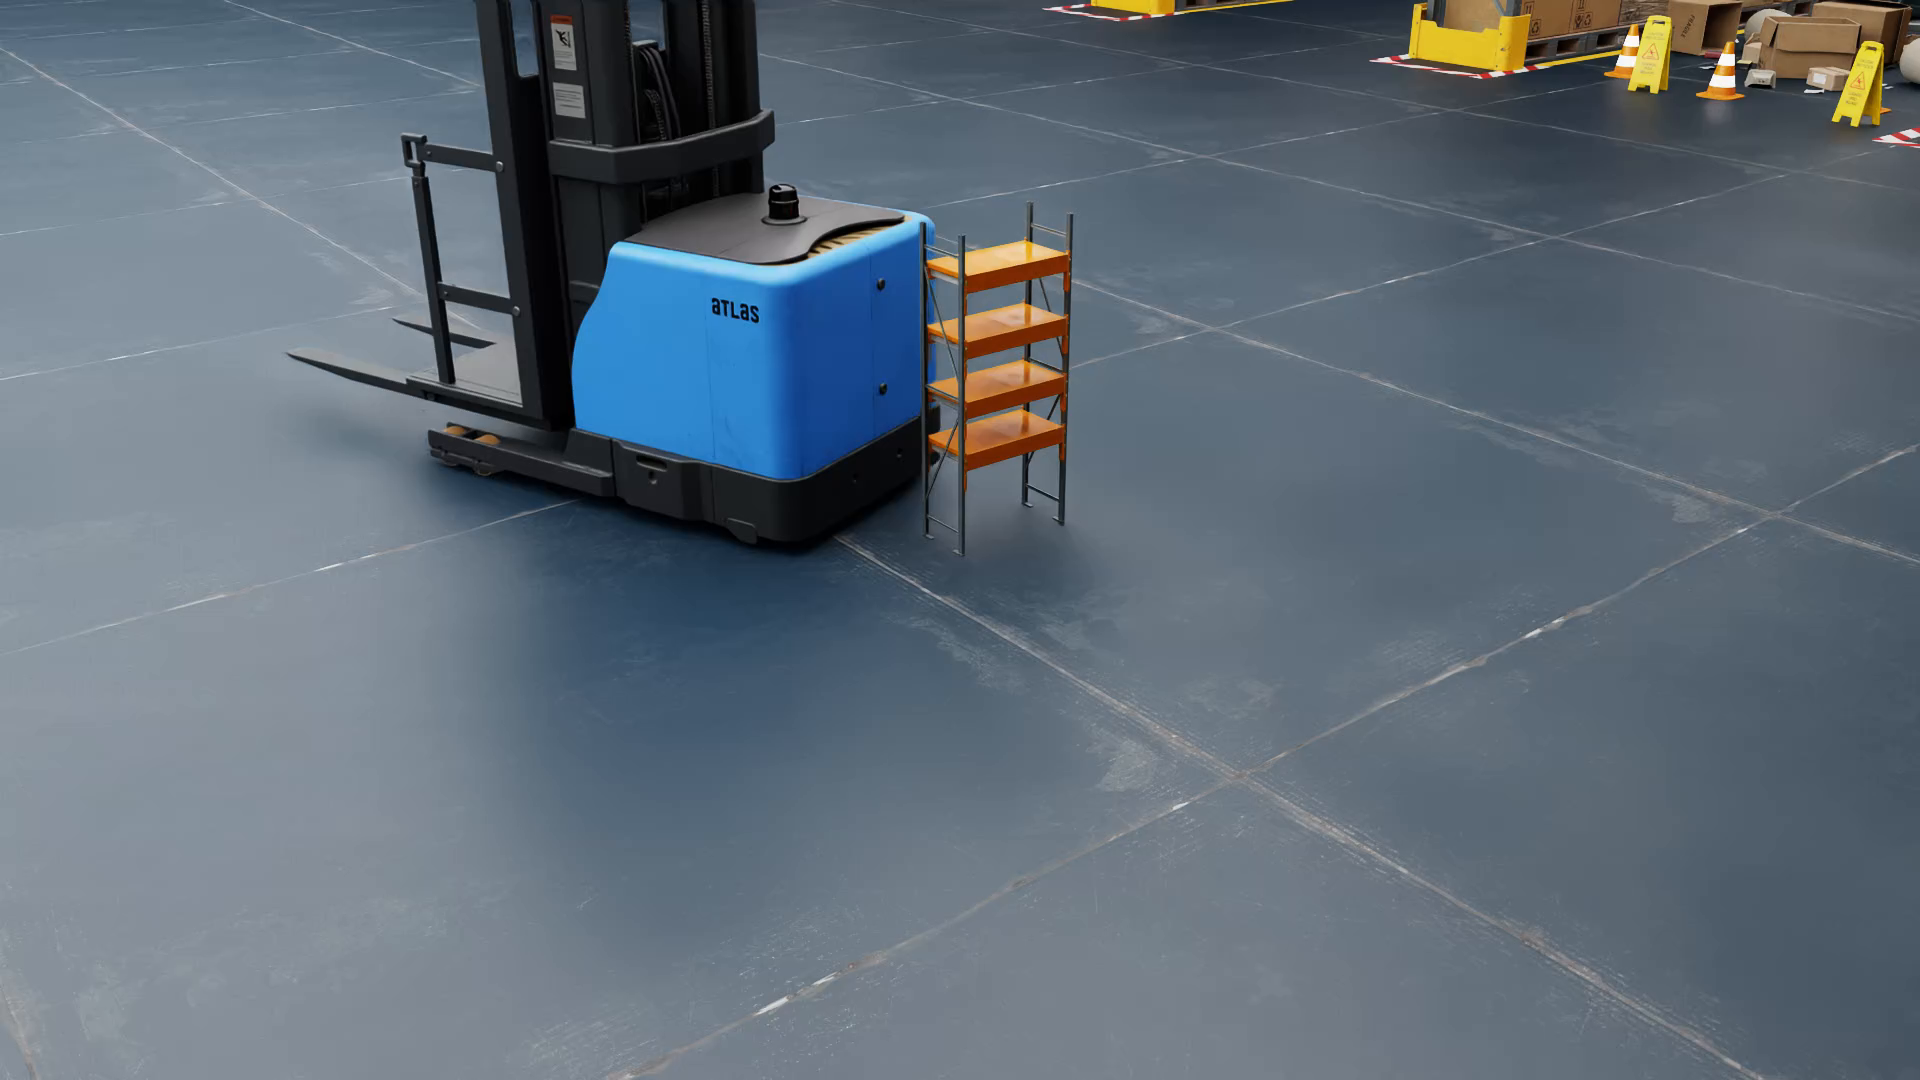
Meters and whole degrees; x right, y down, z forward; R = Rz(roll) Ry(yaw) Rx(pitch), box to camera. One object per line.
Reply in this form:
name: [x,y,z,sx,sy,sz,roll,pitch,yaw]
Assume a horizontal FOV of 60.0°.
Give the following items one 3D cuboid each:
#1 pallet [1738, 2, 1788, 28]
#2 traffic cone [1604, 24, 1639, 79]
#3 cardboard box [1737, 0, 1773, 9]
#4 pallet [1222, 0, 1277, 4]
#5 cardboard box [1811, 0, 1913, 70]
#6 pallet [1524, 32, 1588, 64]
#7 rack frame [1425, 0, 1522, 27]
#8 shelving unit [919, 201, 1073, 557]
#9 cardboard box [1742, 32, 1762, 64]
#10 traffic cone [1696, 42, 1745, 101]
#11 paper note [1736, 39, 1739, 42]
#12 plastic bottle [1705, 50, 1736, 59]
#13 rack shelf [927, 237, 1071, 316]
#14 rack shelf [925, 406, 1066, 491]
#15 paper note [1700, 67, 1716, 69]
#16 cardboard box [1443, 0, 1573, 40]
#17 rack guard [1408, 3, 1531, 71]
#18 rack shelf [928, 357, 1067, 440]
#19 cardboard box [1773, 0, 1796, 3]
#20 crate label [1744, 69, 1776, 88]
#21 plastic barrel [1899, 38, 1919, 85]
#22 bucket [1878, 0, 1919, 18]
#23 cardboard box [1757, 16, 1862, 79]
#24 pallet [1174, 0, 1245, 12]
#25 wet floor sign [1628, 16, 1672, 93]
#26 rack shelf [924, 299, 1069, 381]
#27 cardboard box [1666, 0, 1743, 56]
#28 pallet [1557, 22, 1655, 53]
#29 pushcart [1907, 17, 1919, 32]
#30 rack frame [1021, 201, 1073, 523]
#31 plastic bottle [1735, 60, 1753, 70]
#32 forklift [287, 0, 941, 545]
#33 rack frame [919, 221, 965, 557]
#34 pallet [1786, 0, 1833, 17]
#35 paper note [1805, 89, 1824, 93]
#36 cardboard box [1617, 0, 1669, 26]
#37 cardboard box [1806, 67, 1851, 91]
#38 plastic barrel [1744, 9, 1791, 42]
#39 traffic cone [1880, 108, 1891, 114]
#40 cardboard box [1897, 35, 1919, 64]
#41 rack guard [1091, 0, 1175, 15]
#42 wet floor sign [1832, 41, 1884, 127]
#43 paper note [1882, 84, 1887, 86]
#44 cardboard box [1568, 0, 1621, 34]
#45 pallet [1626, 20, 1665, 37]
pallet: [8.704,-6.076,19.091,1.213,0.211,1.003,-18,31,-34]
traffic cone: [6.290,-4.593,15.597,0.334,0.463,0.336,-18,31,-34]
cardboard box: [8.577,-6.476,18.815,0.750,0.750,1.050,-18,31,-34]
pallet: [3.695,-7.015,21.114,1.213,0.211,1.003,-18,31,-34]
cardboard box: [8.681,-4.932,16.119,0.503,0.637,0.797,-18,31,-34]
pallet: [5.577,-5.045,16.870,1.213,0.211,1.003,-18,31,-34]
rack frame: [4.996,-6.076,15.779,0.127,3.000,1.000,-18,31,-34]
shelving unit: [0.130,-0.587,6.090,0.503,1.200,0.258,-18,31,-34]
cardboard box: [7.927,-4.818,16.317,0.258,0.266,0.396,-13,28,-25]
traffic cone: [6.720,-4.130,14.600,0.334,0.463,0.336,-18,31,-34]
paper note: [8.173,-5.294,17.620,0.147,0.020,0.142,5,25,11]
plastic bottle: [7.605,-4.843,16.613,0.283,0.061,0.133,15,29,29]
rack shelf: [0.130,-0.944,5.925,0.480,0.148,0.258,-18,31,-34]
rack shelf: [0.130,-0.346,6.202,0.480,0.148,0.258,-18,31,-34]
paper note: [7.245,-4.563,16.047,0.142,0.017,0.144,-8,26,-16]
cardboard box: [5.489,-5.501,16.565,0.875,0.875,0.875,-18,30,-34]
rack guard: [4.977,-4.936,16.292,0.348,0.500,1.175,-18,31,-34]
rack shelf: [0.130,-0.526,6.118,0.480,0.148,0.258,-18,31,-34]
cardboard box: [9.338,-6.726,19.352,0.750,0.750,1.050,-18,31,-34]
crate label: [7.300,-4.207,15.153,0.250,0.136,0.298,10,27,20]
plastic barrel: [8.821,-4.332,15.082,0.421,0.421,0.512,1,25,2]
bucket: [9.459,-5.521,16.665,0.620,0.611,0.726,2,23,-21]
cardboard box: [7.950,-4.625,15.618,0.797,0.503,0.637,5,25,11]
pallet: [2.736,-6.700,20.435,1.213,0.211,1.003,-18,31,-34]
wet floor sign: [6.195,-4.345,14.845,0.267,0.644,0.232,21,32,37]
rack shelf: [0.130,-0.729,6.024,0.480,0.148,0.258,-18,31,-34]
cardboard box: [7.555,-5.239,16.942,0.500,0.500,0.500,-13,28,-25]
pallet: [6.536,-5.360,17.549,1.213,0.211,1.003,-18,31,-34]
pushcart: [9.831,-5.055,16.693,1.648,0.377,0.936,15,29,29]
rack frame: [0.322,-0.651,6.227,0.015,1.200,0.240,-18,31,-34]
plastic bottle: [7.588,-4.603,16.096,0.133,0.061,0.283,15,29,29]
forklift: [-1.602,-1.764,6.569,3.031,2.935,1.130,15,29,29]
rack frame: [-0.062,-0.524,5.954,0.015,1.200,0.240,-18,31,-34]
pallet: [9.665,-6.394,19.777,1.213,0.211,1.003,-18,31,-34]
paper note: [7.645,-4.021,14.877,0.148,0.019,0.142,15,29,29]
cardboard box: [6.898,-5.966,17.568,0.875,0.875,0.875,-18,30,-34]
cardboard box: [7.914,-4.179,15.078,0.250,0.149,0.380,-3,25,-7]
plastic barrel: [8.197,-5.144,16.830,0.421,0.421,0.512,1,25,2]
traffic cone: [7.672,-3.851,13.998,0.334,0.463,0.336,-18,31,-34]
cardboard box: [9.312,-4.761,16.193,0.258,0.266,0.396,5,25,11]
rack guard: [2.075,-6.631,19.945,0.348,0.500,1.175,-18,31,-34]
wet floor sign: [7.320,-3.700,13.455,0.232,0.644,0.267,-8,26,-16]
paper note: [8.406,-4.187,15.248,0.142,0.019,0.148,-8,26,-16]
cardboard box: [6.180,-5.730,17.059,0.875,0.875,0.875,-19,31,-35]
pallet: [7.497,-5.679,18.235,1.213,0.211,1.003,-18,31,-34]
